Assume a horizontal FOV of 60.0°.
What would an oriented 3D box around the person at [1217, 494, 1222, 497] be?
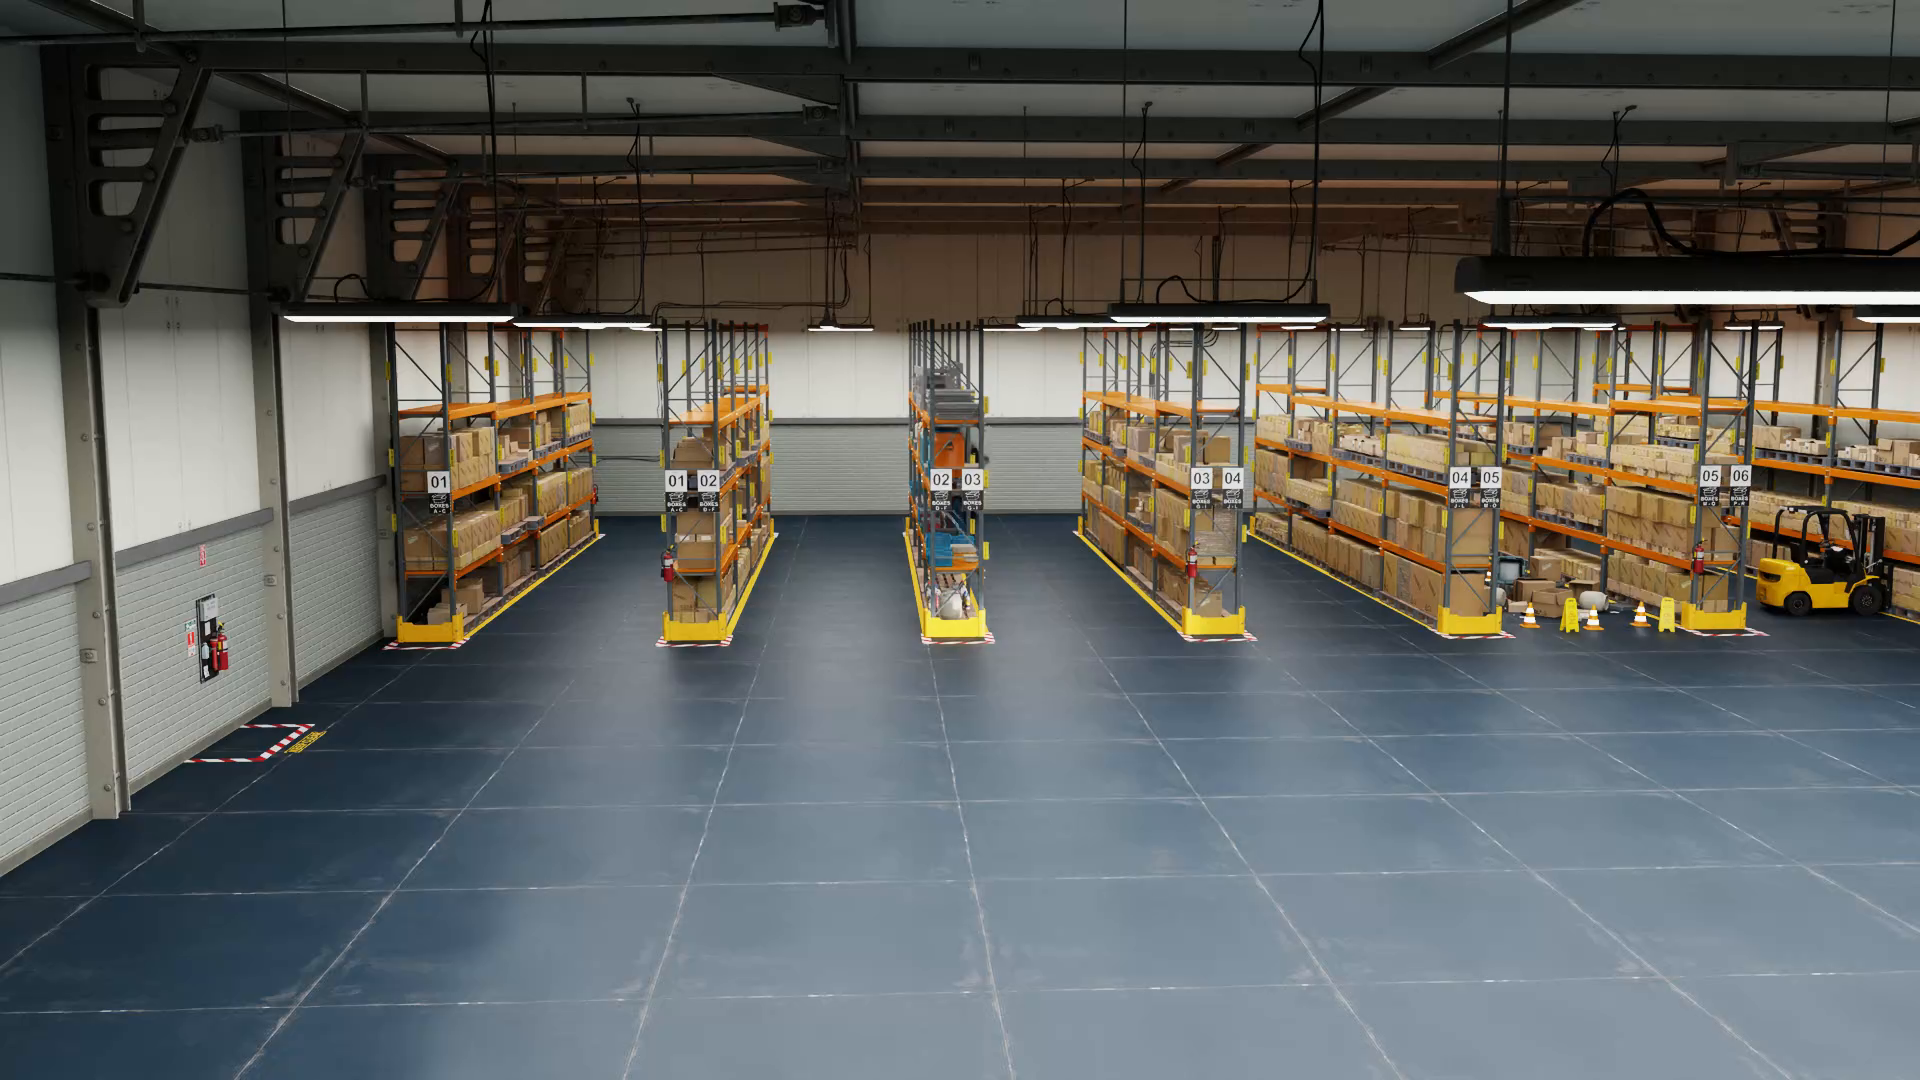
[{"bbox_3d":[7.287,-0.727,45.184,0.628,1.848,0.762,1,7,7],"label":"person"}]
